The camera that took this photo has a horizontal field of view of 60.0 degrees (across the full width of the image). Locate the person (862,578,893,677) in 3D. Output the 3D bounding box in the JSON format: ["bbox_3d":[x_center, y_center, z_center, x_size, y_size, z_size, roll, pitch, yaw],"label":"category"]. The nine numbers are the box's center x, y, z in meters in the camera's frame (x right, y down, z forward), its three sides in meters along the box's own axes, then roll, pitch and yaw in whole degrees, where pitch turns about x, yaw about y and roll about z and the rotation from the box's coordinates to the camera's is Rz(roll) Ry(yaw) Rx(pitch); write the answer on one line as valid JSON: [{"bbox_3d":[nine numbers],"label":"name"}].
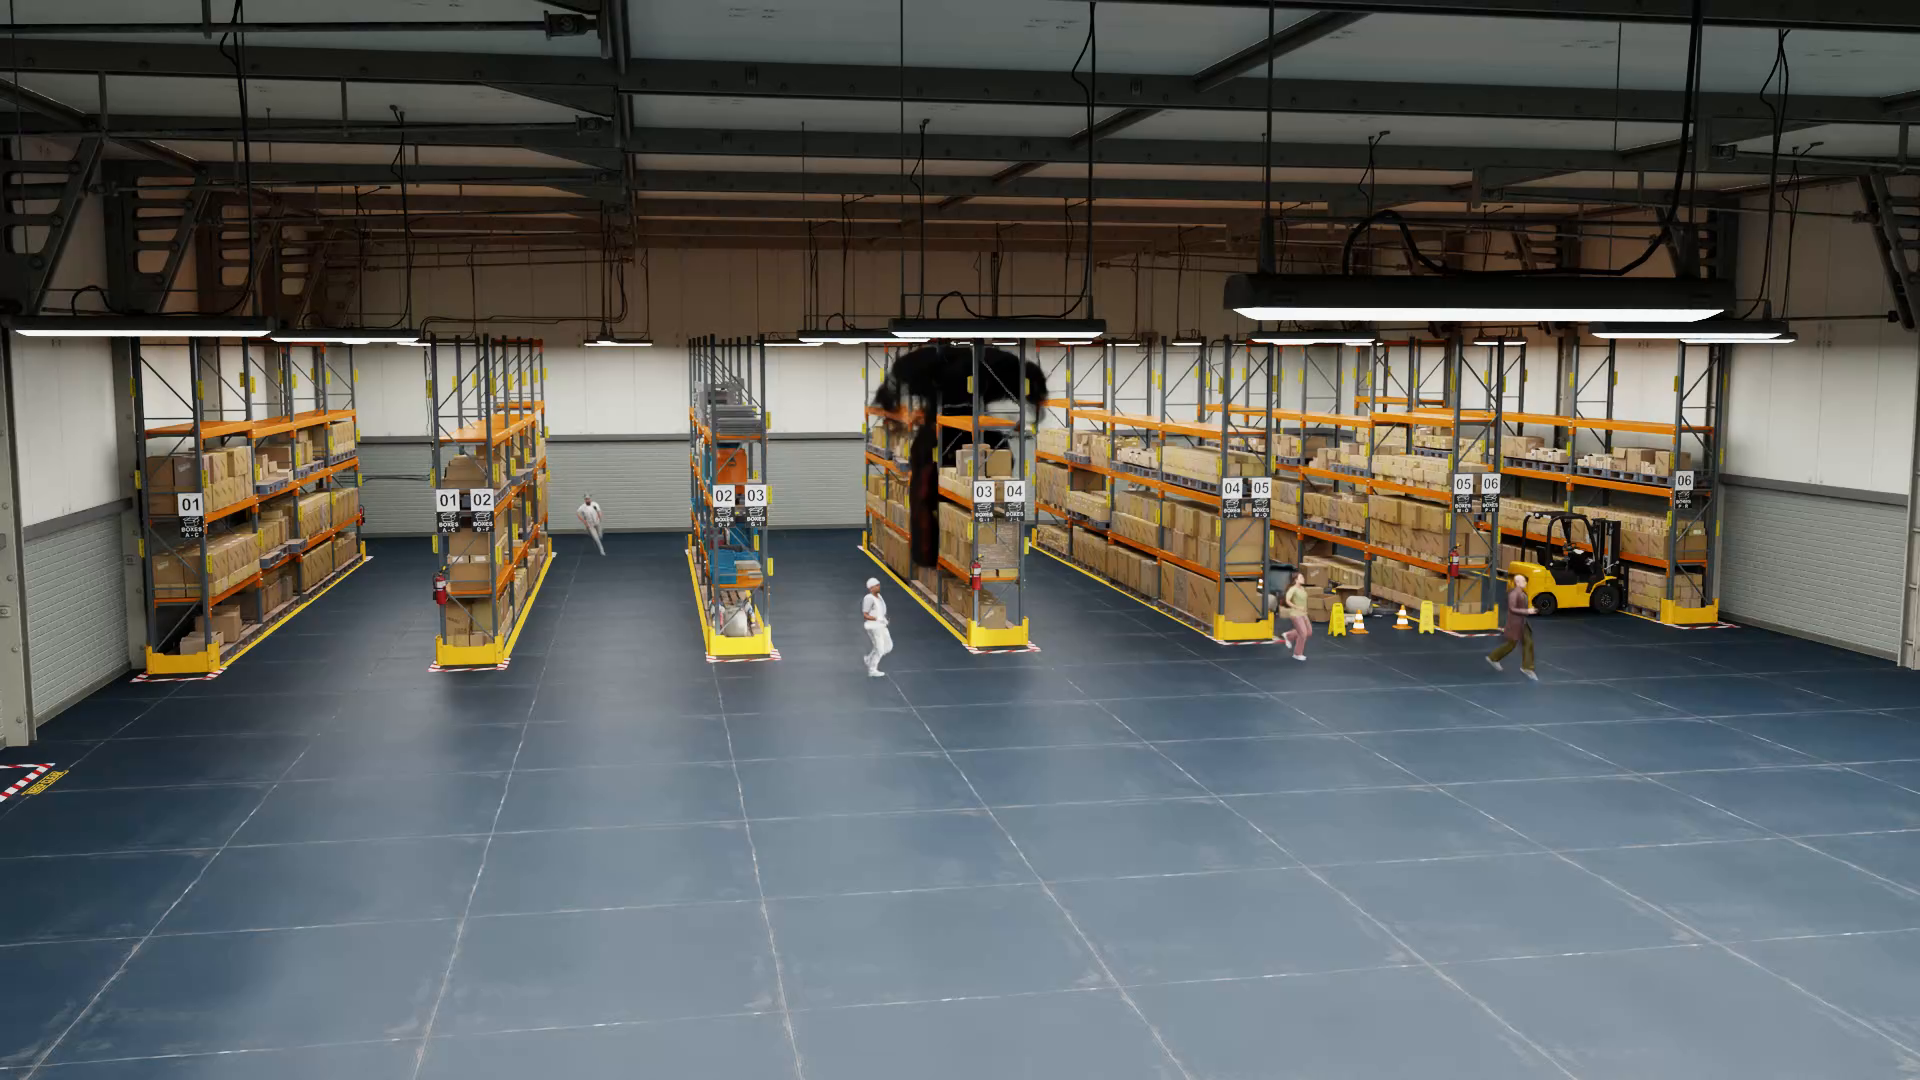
[{"bbox_3d":[-1.445,1.527,29.105,0.605,1.735,0.674,2,7,19],"label":"person"}]

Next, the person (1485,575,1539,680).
[{"bbox_3d":[9.704,1.532,29.154,0.971,1.840,0.738,5,8,38],"label":"person"}]

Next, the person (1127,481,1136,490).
[{"bbox_3d":[5.240,-0.994,51.125,0.930,1.686,0.605,-3,7,-26],"label":"person"}]

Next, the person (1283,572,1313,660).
[{"bbox_3d":[6.231,1.397,30.848,0.568,1.633,0.620,5,8,38],"label":"person"}]

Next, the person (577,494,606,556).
[{"bbox_3d":[-10.338,-0.447,46.529,0.701,1.730,0.877,-4,8,-30],"label":"person"}]
